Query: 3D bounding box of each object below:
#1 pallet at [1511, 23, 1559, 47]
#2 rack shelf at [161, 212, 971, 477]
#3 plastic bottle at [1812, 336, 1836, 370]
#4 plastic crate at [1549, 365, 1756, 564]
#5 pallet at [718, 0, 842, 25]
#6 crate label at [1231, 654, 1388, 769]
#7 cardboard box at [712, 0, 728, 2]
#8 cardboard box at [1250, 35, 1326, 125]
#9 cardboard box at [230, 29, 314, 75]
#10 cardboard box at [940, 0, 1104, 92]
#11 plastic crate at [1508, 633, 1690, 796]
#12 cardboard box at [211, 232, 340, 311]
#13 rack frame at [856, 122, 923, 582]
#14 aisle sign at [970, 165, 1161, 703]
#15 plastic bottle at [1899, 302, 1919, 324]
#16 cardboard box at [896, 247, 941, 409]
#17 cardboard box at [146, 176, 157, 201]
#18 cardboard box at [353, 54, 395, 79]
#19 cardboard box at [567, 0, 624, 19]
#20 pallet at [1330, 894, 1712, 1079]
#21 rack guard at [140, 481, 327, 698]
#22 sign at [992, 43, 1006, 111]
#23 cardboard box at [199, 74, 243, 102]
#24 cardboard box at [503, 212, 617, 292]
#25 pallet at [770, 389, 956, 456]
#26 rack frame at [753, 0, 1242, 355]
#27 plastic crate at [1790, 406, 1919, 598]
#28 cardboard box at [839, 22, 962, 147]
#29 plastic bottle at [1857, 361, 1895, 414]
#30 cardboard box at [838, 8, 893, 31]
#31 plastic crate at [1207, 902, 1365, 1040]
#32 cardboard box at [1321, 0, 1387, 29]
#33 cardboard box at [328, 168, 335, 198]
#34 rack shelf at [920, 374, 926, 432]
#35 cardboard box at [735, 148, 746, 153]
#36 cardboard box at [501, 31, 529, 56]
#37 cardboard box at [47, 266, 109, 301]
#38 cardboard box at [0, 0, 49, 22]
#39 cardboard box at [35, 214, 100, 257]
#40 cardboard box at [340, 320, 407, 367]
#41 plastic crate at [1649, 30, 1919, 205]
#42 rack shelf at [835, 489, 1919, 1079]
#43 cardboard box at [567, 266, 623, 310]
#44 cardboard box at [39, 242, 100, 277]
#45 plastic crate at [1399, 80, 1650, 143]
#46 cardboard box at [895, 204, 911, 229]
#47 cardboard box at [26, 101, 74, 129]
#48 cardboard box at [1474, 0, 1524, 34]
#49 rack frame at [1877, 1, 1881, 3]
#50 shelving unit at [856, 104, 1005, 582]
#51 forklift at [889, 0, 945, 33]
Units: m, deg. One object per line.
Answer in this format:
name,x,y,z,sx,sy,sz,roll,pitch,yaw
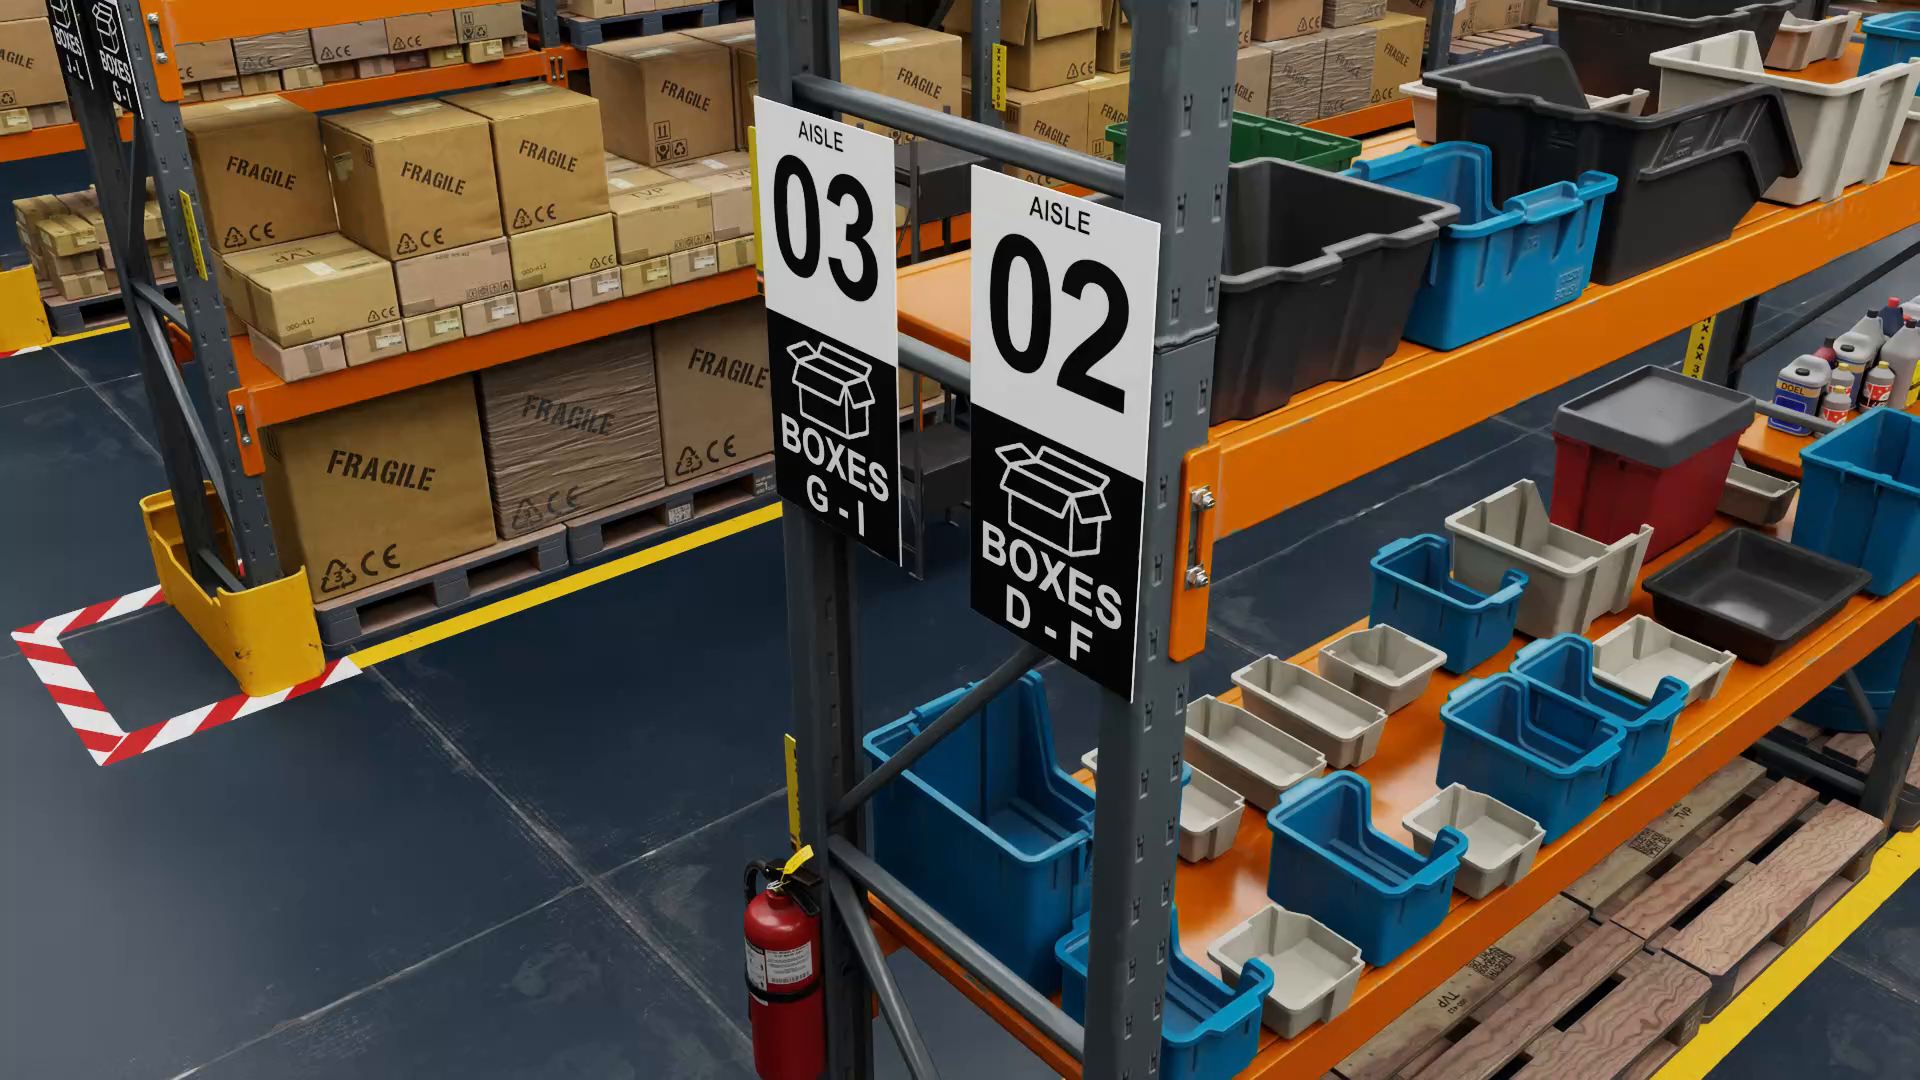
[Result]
pallet,4.359,-3.898,12.566,1.213,0.211,1.003,-22,35,-35
rack shelf,-1.684,-1.210,8.095,4.000,0.370,1.077,-22,35,-35
plastic bottle,3.288,-0.635,6.380,0.133,0.283,0.061,-22,35,-35
plastic crate,2.210,-0.235,5.375,0.583,0.464,0.402,-22,35,-35
pallet,-1.742,-4.467,13.630,1.213,0.211,1.003,-22,35,-35
crate label,0.938,0.458,4.426,0.243,0.136,0.396,-22,35,-35
cardboard box,-1.922,-4.295,12.925,0.250,0.149,0.380,-24,36,-37
cardboard box,1.889,-2.857,10.307,0.500,0.500,0.500,-23,36,-36
cardboard box,-4.672,-3.415,11.036,0.500,0.500,0.500,-23,36,-36
cardboard box,0.318,-2.824,9.182,0.637,0.503,0.797,-23,36,-36
plastic crate,1.640,0.456,4.329,0.300,0.233,0.416,-22,35,-35
cardboard box,-3.009,-1.224,7.201,0.500,0.250,0.500,-23,35,-36
rack frame,-0.312,-0.801,7.521,0.015,2.100,0.400,-22,35,-35
aisle sign,0.147,-0.158,2.604,0.004,0.787,0.394,-22,35,-35
plastic bottle,3.803,-0.811,6.717,0.135,0.276,0.152,-22,35,-35
cardboard box,-0.717,-1.214,9.148,0.875,0.875,0.875,-22,35,-35
cardboard box,-5.529,-2.405,11.517,0.250,0.149,0.380,-24,36,-37
cardboard box,-4.137,-3.324,11.555,0.250,0.149,0.380,-24,36,-37
cardboard box,-2.707,-3.979,12.333,0.250,0.149,0.380,-24,36,-37
pallet,1.589,1.481,5.255,1.213,0.211,1.003,-22,35,-35
rack guard,-3.224,0.194,7.356,0.348,0.500,1.175,-22,35,-35
sign,0.198,-2.357,8.476,0.005,0.325,0.100,-22,35,-35
cardboard box,-4.946,-3.019,10.984,0.250,0.149,0.380,-23,36,-36
cardboard box,-1.890,-1.344,7.427,0.500,0.250,0.500,-23,36,-36
pallet,-0.792,-0.705,9.345,1.213,0.211,1.003,-22,35,-35
rack frame,0.009,-1.785,2.043,0.127,3.000,1.000,-22,35,-35
plastic crate,2.918,-0.118,5.241,0.575,0.384,0.392,-22,35,-35
cardboard box,-0.339,-2.298,8.416,0.500,0.500,0.500,-21,34,-34
plastic bottle,3.515,-0.585,6.373,0.097,0.201,0.097,0,28,0
cardboard box,-0.693,-2.480,8.756,0.500,0.500,0.500,-22,35,-35
plastic crate,0.708,0.924,3.554,0.298,0.136,0.250,-22,35,-35
cardboard box,2.313,-3.631,10.692,0.637,0.503,0.797,-21,34,-33
cardboard box,-4.352,-2.511,11.715,0.250,0.149,0.380,-23,36,-37
rack shelf,-0.126,-0.863,7.667,0.480,0.518,0.431,-22,35,-35
cardboard box,-1.072,-2.004,8.661,0.500,0.250,0.500,-22,35,-35
cardboard box,-3.371,-3.666,12.195,0.250,0.149,0.380,-22,35,-35
cardboard box,-5.742,-1.698,10.824,0.250,0.149,0.380,-21,35,-34
cardboard box,-5.834,-3.383,9.916,0.500,0.500,0.500,-22,35,-35
cardboard box,-5.729,-1.954,10.671,0.250,0.149,0.380,-24,36,-37
cardboard box,-2.527,-0.874,6.969,0.250,0.149,0.380,-22,35,-36
plastic crate,1.895,-0.978,3.840,0.530,0.282,0.437,-22,35,-35
rack shelf,1.530,0.566,4.772,4.000,0.370,1.077,-22,35,-35
cardboard box,-1.745,-1.189,7.559,0.250,0.149,0.380,-22,35,-35
cardboard box,-5.783,-1.852,10.797,0.250,0.149,0.380,-20,34,-33
plastic crate,1.420,-1.067,4.162,0.530,0.136,0.437,-22,35,-35
cardboard box,-0.378,-1.739,8.587,0.250,0.149,0.380,-21,35,-34
cardboard box,-5.722,-2.688,10.365,0.250,0.149,0.380,-20,34,-33
cardboard box,3.625,-3.978,11.960,0.500,0.500,0.700,-16,32,-28
rack frame,8.966,-5.810,15.940,0.127,3.000,1.000,-22,35,-35
shelving unit,-0.126,-0.875,7.660,0.503,2.100,0.431,-22,35,-35
forklift,-0.505,-3.352,11.412,1.130,2.935,3.031,9,29,17
